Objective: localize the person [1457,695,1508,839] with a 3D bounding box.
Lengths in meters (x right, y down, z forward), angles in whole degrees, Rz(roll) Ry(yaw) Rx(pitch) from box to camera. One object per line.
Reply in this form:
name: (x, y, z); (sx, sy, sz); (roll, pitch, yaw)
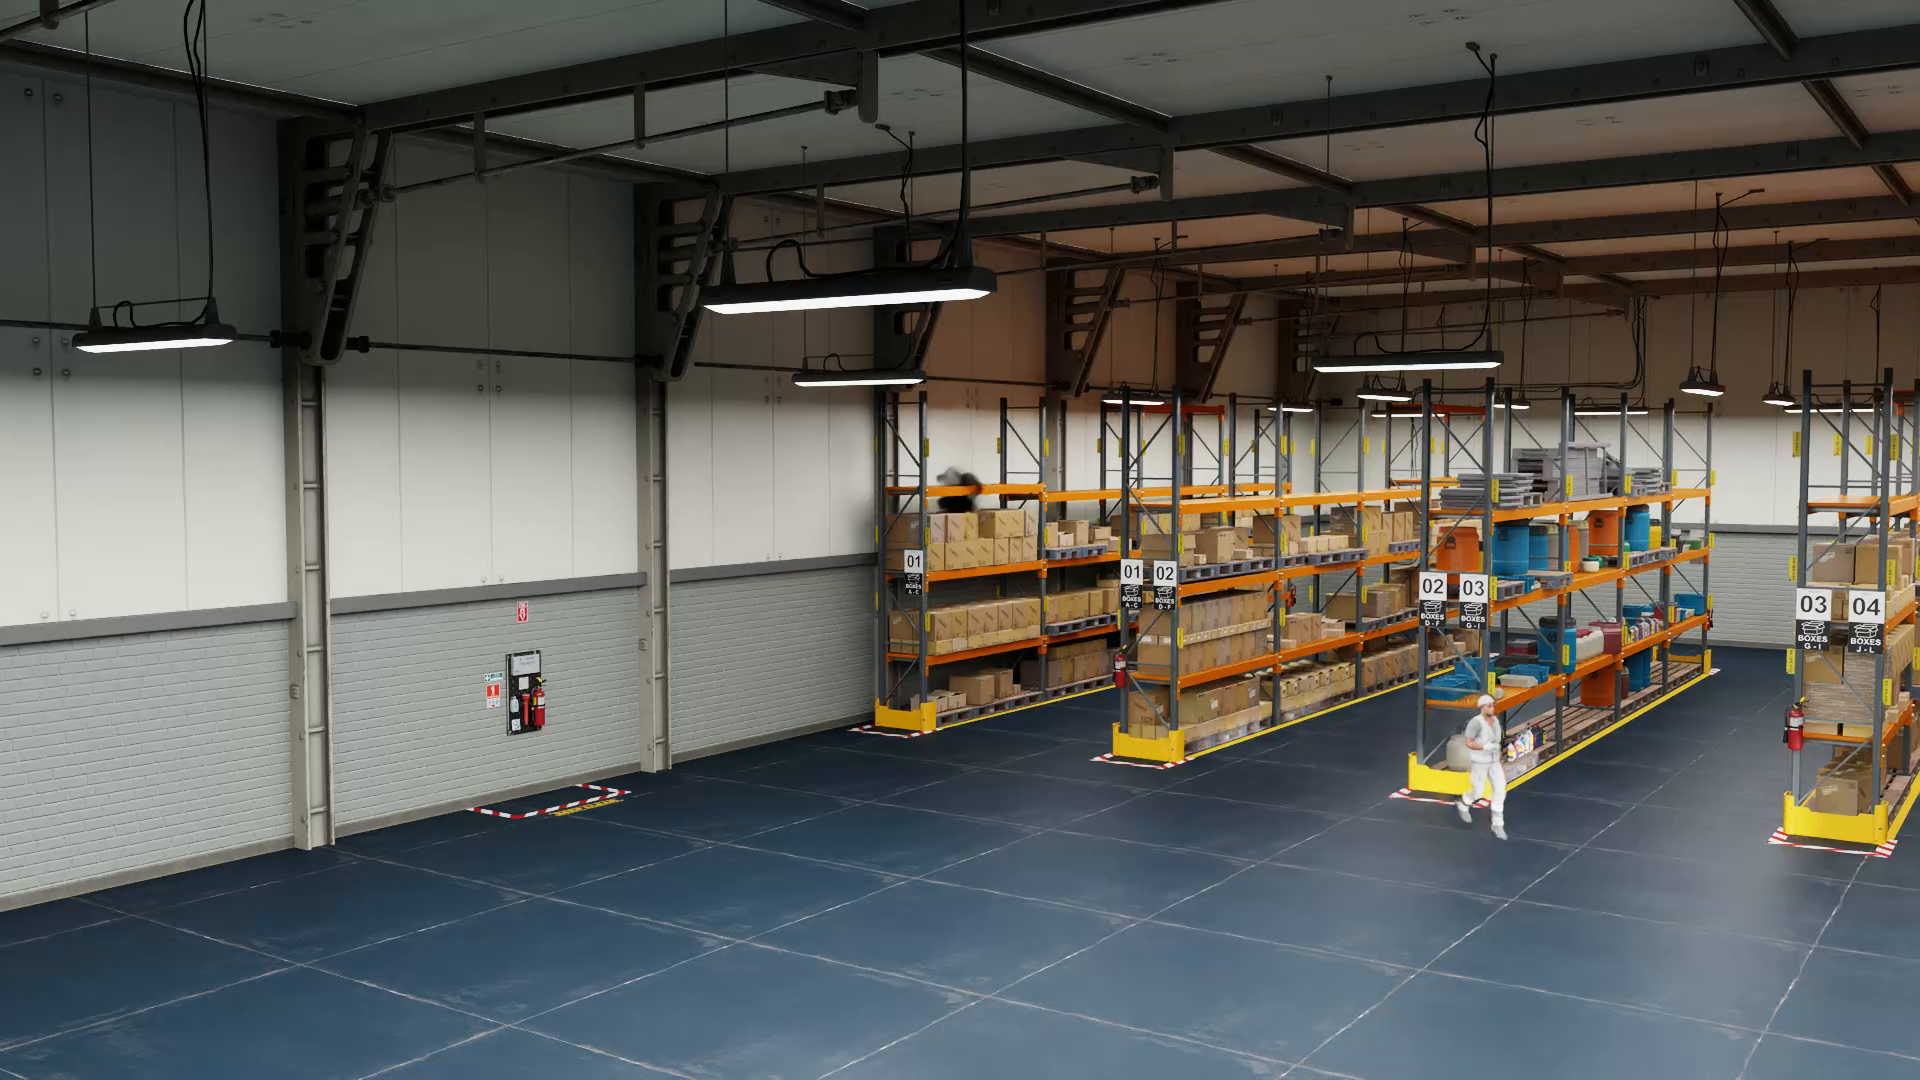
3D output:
person: (6.792, 2.923, 21.622); (0.690, 1.849, 0.912); (-2, 4, -26)
